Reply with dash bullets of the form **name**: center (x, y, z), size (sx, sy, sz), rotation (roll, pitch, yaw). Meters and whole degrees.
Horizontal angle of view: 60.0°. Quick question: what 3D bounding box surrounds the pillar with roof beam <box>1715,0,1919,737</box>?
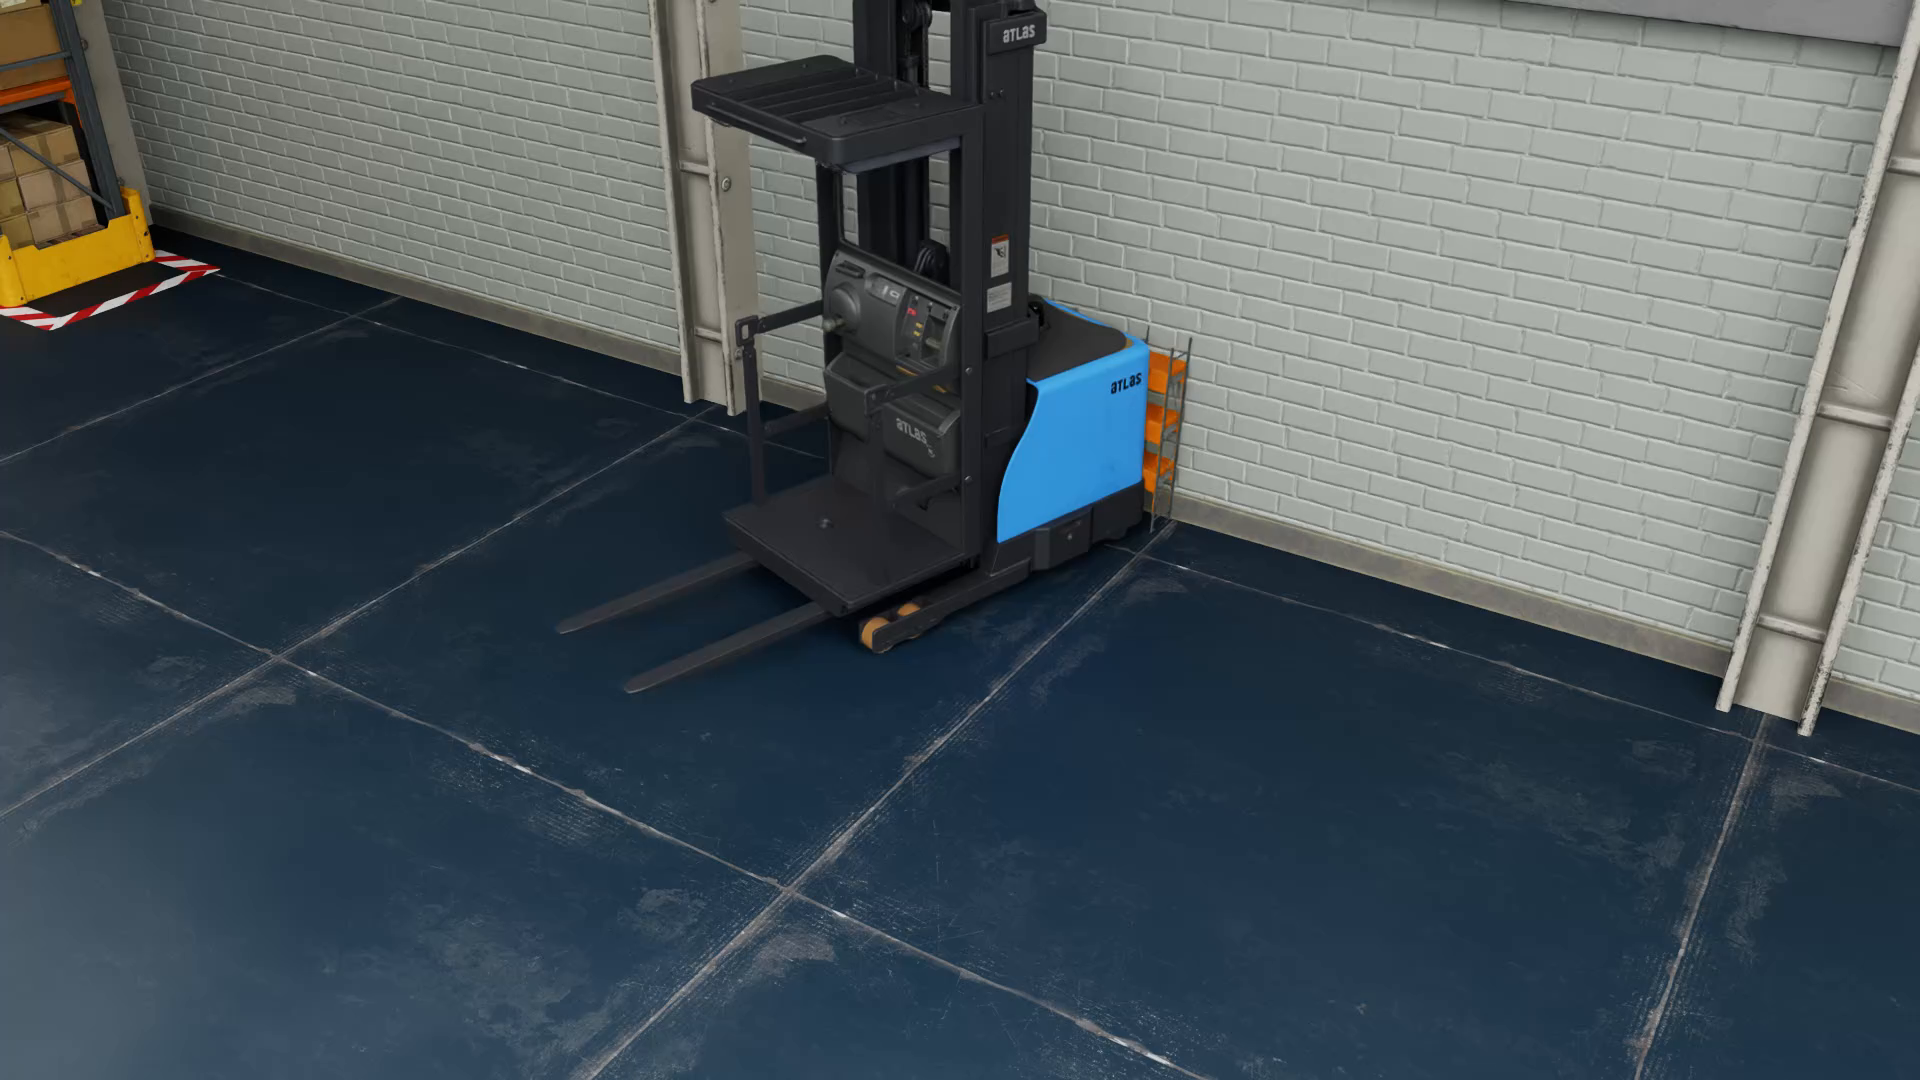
- **pillar with roof beam**: center (1.346, -1.306, 2.059), size (0.400, 9.000, 9.100), rotation (18, 35, 27)

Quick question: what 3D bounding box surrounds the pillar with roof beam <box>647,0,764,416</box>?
- **pillar with roof beam**: center (-3.736, -2.914, 4.814), size (0.400, 9.000, 9.100), rotation (18, 35, 27)

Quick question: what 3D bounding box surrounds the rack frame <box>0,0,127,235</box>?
- **rack frame**: center (-6.419, -3.196, 11.252), size (0.127, 3.000, 1.000), rotation (18, 35, 27)

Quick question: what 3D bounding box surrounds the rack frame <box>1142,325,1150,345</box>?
- **rack frame**: center (0.894, -0.611, 8.725), size (0.008, 1.050, 0.200), rotation (22, 34, 30)

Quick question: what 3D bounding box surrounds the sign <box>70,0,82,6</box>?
- **sign**: center (-6.119, -3.839, 11.417), size (0.005, 0.325, 0.100), rotation (18, 35, 27)

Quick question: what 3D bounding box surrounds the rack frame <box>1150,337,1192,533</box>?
- **rack frame**: center (1.090, -0.532, 8.602), size (0.008, 1.050, 0.200), rotation (22, 34, 30)

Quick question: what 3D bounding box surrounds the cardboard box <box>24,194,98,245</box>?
- **cardboard box**: center (-6.731, -2.405, 12.207), size (0.500, 0.250, 0.500), rotation (18, 35, 28)

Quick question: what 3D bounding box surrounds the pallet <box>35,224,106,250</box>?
- **pallet**: center (-7.089, -2.179, 12.275), size (1.213, 0.211, 1.003), rotation (18, 35, 27)

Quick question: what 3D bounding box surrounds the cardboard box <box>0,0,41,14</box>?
- **cardboard box**: center (-6.568, -3.721, 11.409), size (0.250, 0.149, 0.380), rotation (17, 34, 26)

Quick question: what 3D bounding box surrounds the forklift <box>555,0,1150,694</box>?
- **forklift**: center (-0.485, -1.032, 7.610), size (3.031, 2.935, 1.130), rotation (-23, 37, -34)

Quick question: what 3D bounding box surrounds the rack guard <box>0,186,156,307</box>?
- **rack guard**: center (-6.399, -2.110, 11.871), size (0.348, 0.500, 1.175), rotation (18, 35, 27)

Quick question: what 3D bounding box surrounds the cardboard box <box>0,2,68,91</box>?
- **cardboard box**: center (-6.691, -3.491, 11.657), size (0.500, 0.500, 0.500), rotation (19, 35, 29)

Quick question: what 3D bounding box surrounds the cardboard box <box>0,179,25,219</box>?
- **cardboard box**: center (-6.997, -2.403, 11.708), size (0.500, 0.250, 0.500), rotation (17, 34, 27)

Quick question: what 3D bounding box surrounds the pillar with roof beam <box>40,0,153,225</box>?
- **pillar with roof beam**: center (-8.818, -4.521, 7.570), size (0.400, 9.000, 9.100), rotation (18, 35, 27)

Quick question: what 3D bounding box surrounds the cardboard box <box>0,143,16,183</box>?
- **cardboard box**: center (-6.975, -2.612, 11.570), size (0.500, 0.250, 0.500), rotation (19, 35, 29)

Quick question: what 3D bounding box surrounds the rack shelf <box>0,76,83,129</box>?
- **rack shelf**: center (-8.113, -3.421, 12.351), size (4.000, 0.370, 1.077), rotation (18, 35, 27)

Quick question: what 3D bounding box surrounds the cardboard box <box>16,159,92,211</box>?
- **cardboard box**: center (-6.707, -2.620, 12.081), size (0.500, 0.250, 0.500), rotation (18, 35, 28)

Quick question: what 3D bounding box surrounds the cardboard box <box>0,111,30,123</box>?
- **cardboard box**: center (-7.151, -2.964, 12.173), size (0.500, 0.250, 0.500), rotation (18, 35, 27)

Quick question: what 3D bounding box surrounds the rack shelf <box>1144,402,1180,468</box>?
- **rack shelf**: center (0.992, -0.562, 8.669), size (0.240, 0.259, 0.215), rotation (22, 34, 30)

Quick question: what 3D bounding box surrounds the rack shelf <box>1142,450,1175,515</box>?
- **rack shelf**: center (0.979, -0.319, 8.803), size (0.240, 0.259, 0.215), rotation (22, 34, 30)

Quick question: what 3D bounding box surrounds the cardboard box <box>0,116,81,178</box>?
- **cardboard box**: center (-6.725, -2.831, 11.946), size (0.500, 0.250, 0.500), rotation (17, 34, 27)

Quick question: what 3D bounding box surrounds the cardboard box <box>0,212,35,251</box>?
- **cardboard box**: center (-6.985, -2.181, 11.823), size (0.500, 0.250, 0.500), rotation (18, 35, 28)

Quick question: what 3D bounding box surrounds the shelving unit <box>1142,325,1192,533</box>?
- **shelving unit**: center (0.992, -0.571, 8.664), size (0.252, 1.050, 0.215), rotation (22, 34, 30)

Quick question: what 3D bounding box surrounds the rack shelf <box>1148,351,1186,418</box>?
- **rack shelf**: center (1.004, -0.810, 8.531), size (0.240, 0.259, 0.215), rotation (22, 34, 30)
